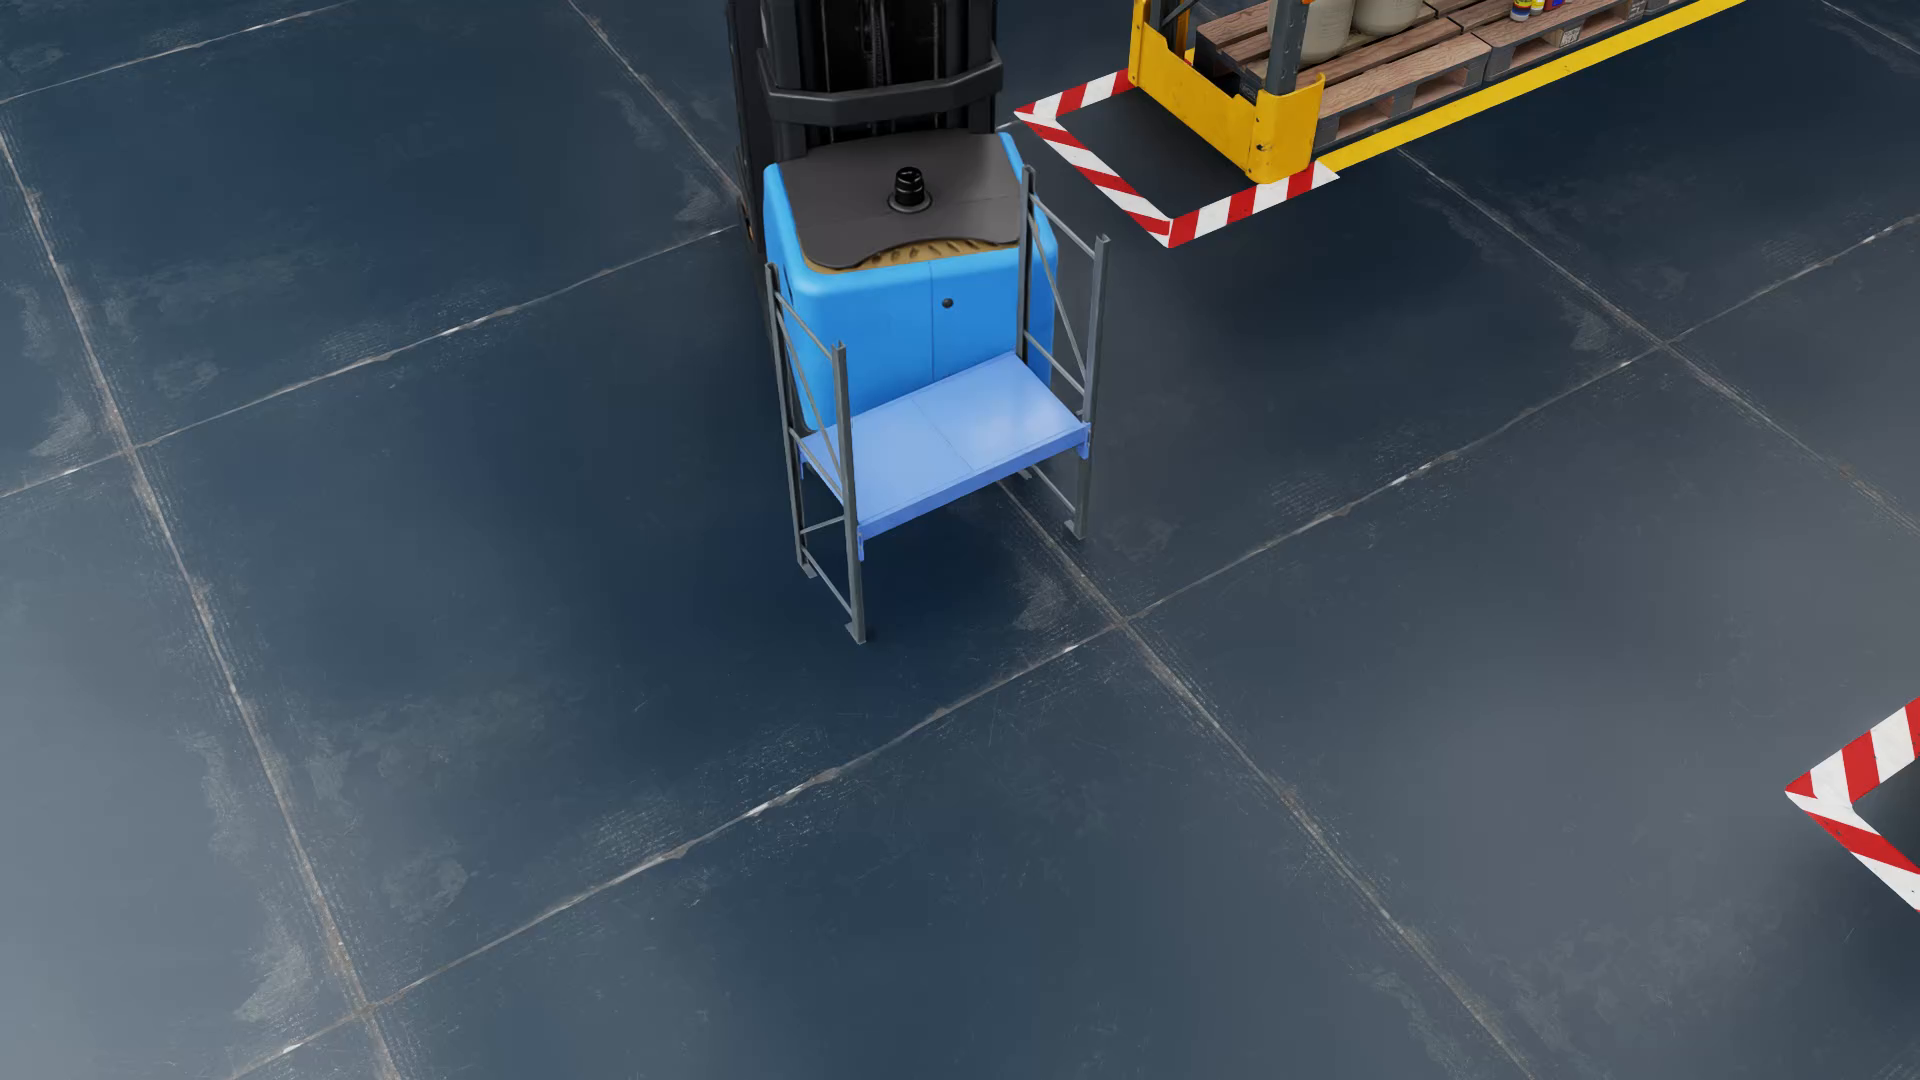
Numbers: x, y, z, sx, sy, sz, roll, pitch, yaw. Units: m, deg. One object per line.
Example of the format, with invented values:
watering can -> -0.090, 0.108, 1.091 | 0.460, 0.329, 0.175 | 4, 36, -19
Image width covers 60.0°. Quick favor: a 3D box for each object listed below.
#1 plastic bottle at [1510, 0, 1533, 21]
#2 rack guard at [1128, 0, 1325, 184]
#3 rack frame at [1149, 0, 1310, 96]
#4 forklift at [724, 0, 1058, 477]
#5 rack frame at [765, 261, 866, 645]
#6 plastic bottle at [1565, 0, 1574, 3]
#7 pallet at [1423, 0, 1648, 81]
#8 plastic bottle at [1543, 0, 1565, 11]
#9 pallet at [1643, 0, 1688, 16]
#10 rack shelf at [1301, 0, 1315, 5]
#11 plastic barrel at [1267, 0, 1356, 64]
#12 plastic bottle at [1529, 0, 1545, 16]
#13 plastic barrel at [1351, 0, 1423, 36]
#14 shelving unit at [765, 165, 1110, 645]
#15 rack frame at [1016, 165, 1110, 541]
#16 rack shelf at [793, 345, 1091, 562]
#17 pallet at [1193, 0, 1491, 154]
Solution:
plastic bottle -> 2.990, -2.890, 8.793 | 0.097, 0.271, 0.097 | 0, 48, 0
rack guard -> 1.329, -2.354, 8.457 | 0.348, 0.500, 1.175 | -25, 53, -21
rack frame -> 1.290, -3.125, 7.470 | 0.127, 3.000, 1.000 | -25, 53, -21
forklift -> -0.445, -2.352, 6.827 | 1.130, 2.935, 3.031 | -10, 49, -9
rack frame -> -0.503, -0.261, 5.924 | 0.032, 1.500, 0.500 | -25, 53, -20
plastic bottle -> 3.279, -3.026, 8.914 | 0.097, 0.271, 0.097 | 0, 48, 0
pallet -> 3.050, -3.061, 9.280 | 1.213, 0.211, 1.003 | -25, 53, -21
plastic bottle -> 3.191, -2.973, 8.858 | 0.133, 0.283, 0.061 | -24, 53, -20
pallet -> 4.083, -3.550, 9.716 | 1.213, 0.211, 1.003 | -25, 53, -21
rack shelf -> 2.981, -3.683, 8.448 | 4.000, 0.370, 1.077 | -25, 53, -21
plastic barrel -> 1.806, -2.748, 8.519 | 0.421, 0.512, 0.421 | 0, 48, 0
plastic bottle -> 3.077, -2.908, 8.856 | 0.097, 0.201, 0.097 | 0, 48, 0
plastic barrel -> 2.230, -2.948, 8.697 | 0.421, 0.512, 0.421 | 0, 48, 0
shelving unit -> -0.071, -0.461, 6.102 | 1.048, 1.500, 0.538 | -25, 53, -20
rack frame -> 0.362, -0.661, 6.279 | 0.032, 1.500, 0.500 | -25, 53, -20
rack shelf -> -0.071, -0.341, 6.236 | 1.000, 0.185, 0.538 | -25, 53, -20
pallet -> 2.019, -2.578, 8.850 | 1.213, 0.211, 1.003 | -25, 53, -21
